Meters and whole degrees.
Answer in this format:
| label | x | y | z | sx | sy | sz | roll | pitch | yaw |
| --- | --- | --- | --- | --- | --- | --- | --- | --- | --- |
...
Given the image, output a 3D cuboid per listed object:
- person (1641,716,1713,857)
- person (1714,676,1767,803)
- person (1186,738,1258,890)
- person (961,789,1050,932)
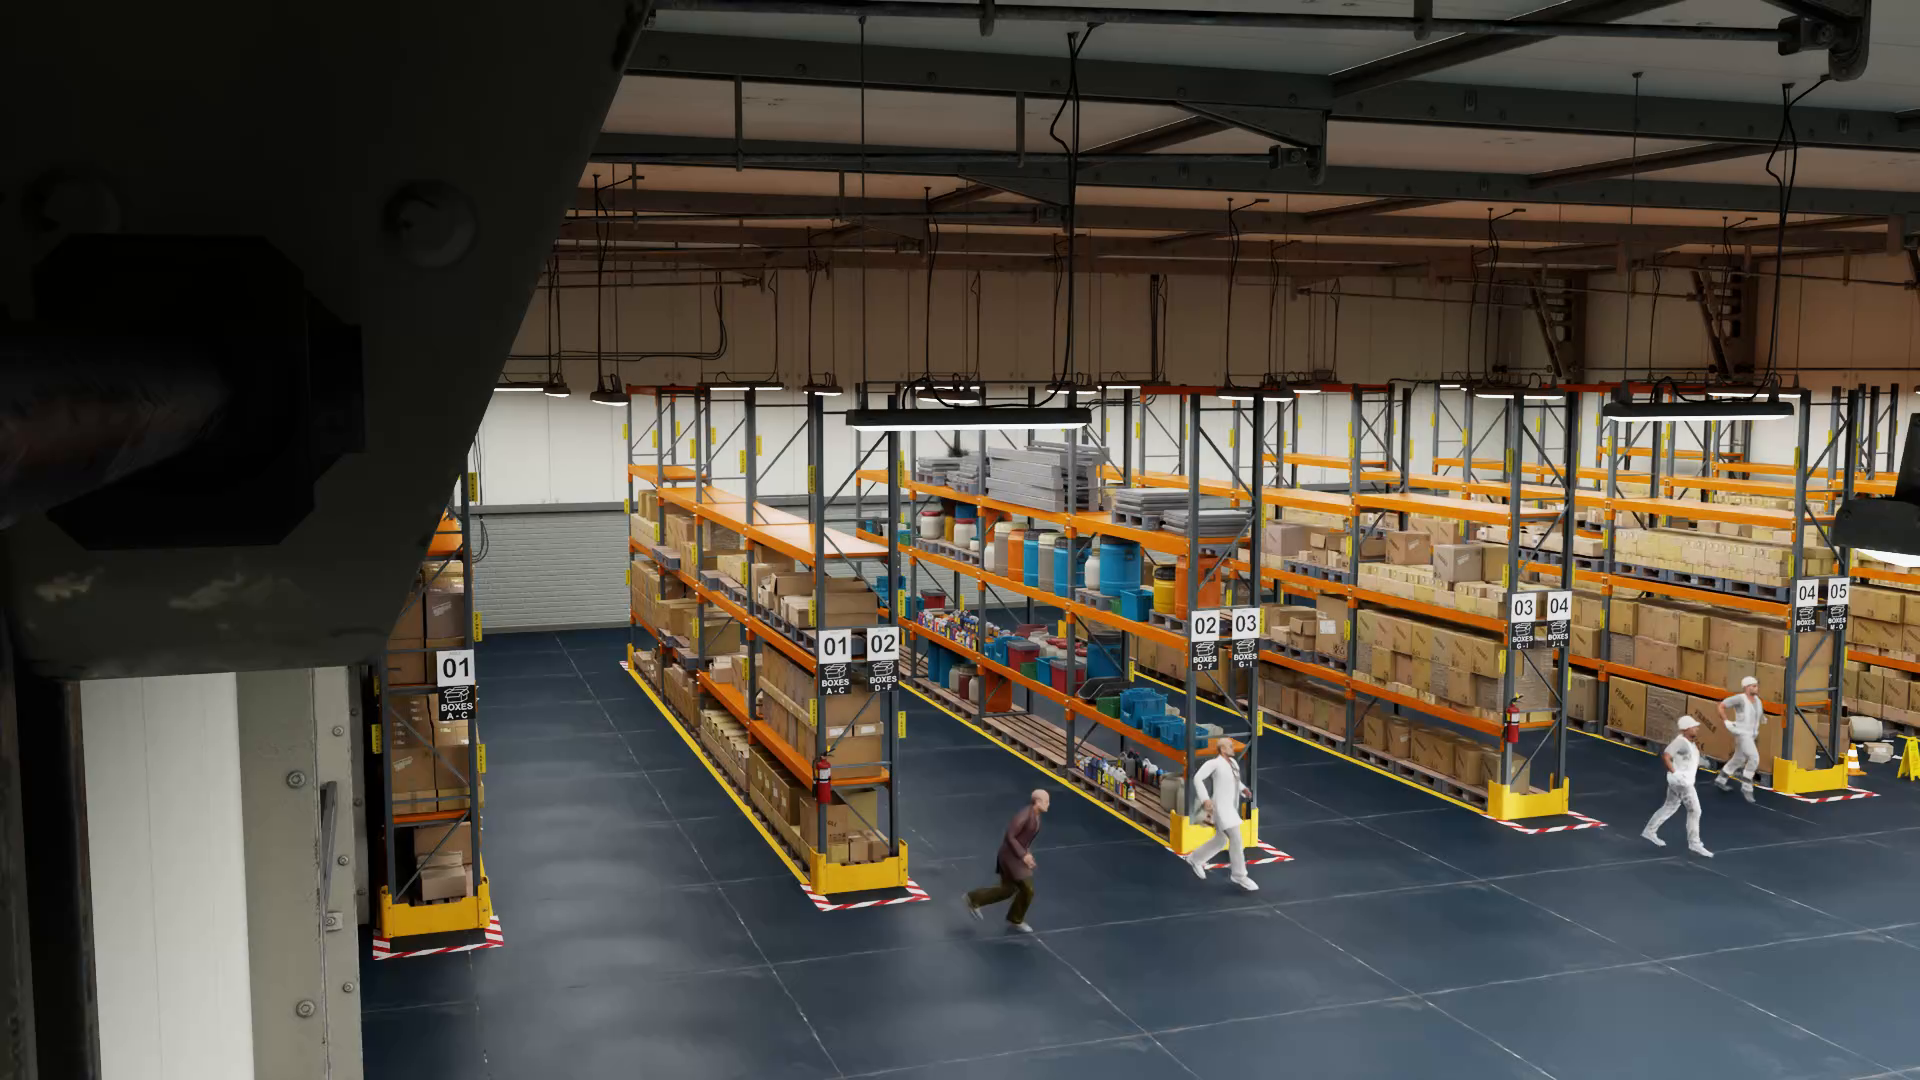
| label | x | y | z | sx | sy | sz | roll | pitch | yaw |
| --- | --- | --- | --- | --- | --- | --- | --- | --- | --- |
| person | 9.395 | 3.179 | 21.706 | 0.868 | 1.811 | 0.671 | 2 | 6 | 21 |
| person | 11.600 | 2.918 | 24.626 | 0.672 | 1.817 | 0.742 | -4 | 7 | -35 |
| person | 3.295 | 3.331 | 20.498 | 0.986 | 1.766 | 0.725 | 4 | 7 | 32 |
| person | 0.514 | 3.609 | 18.786 | 1.015 | 1.669 | 0.704 | 2 | 6 | 15 |
